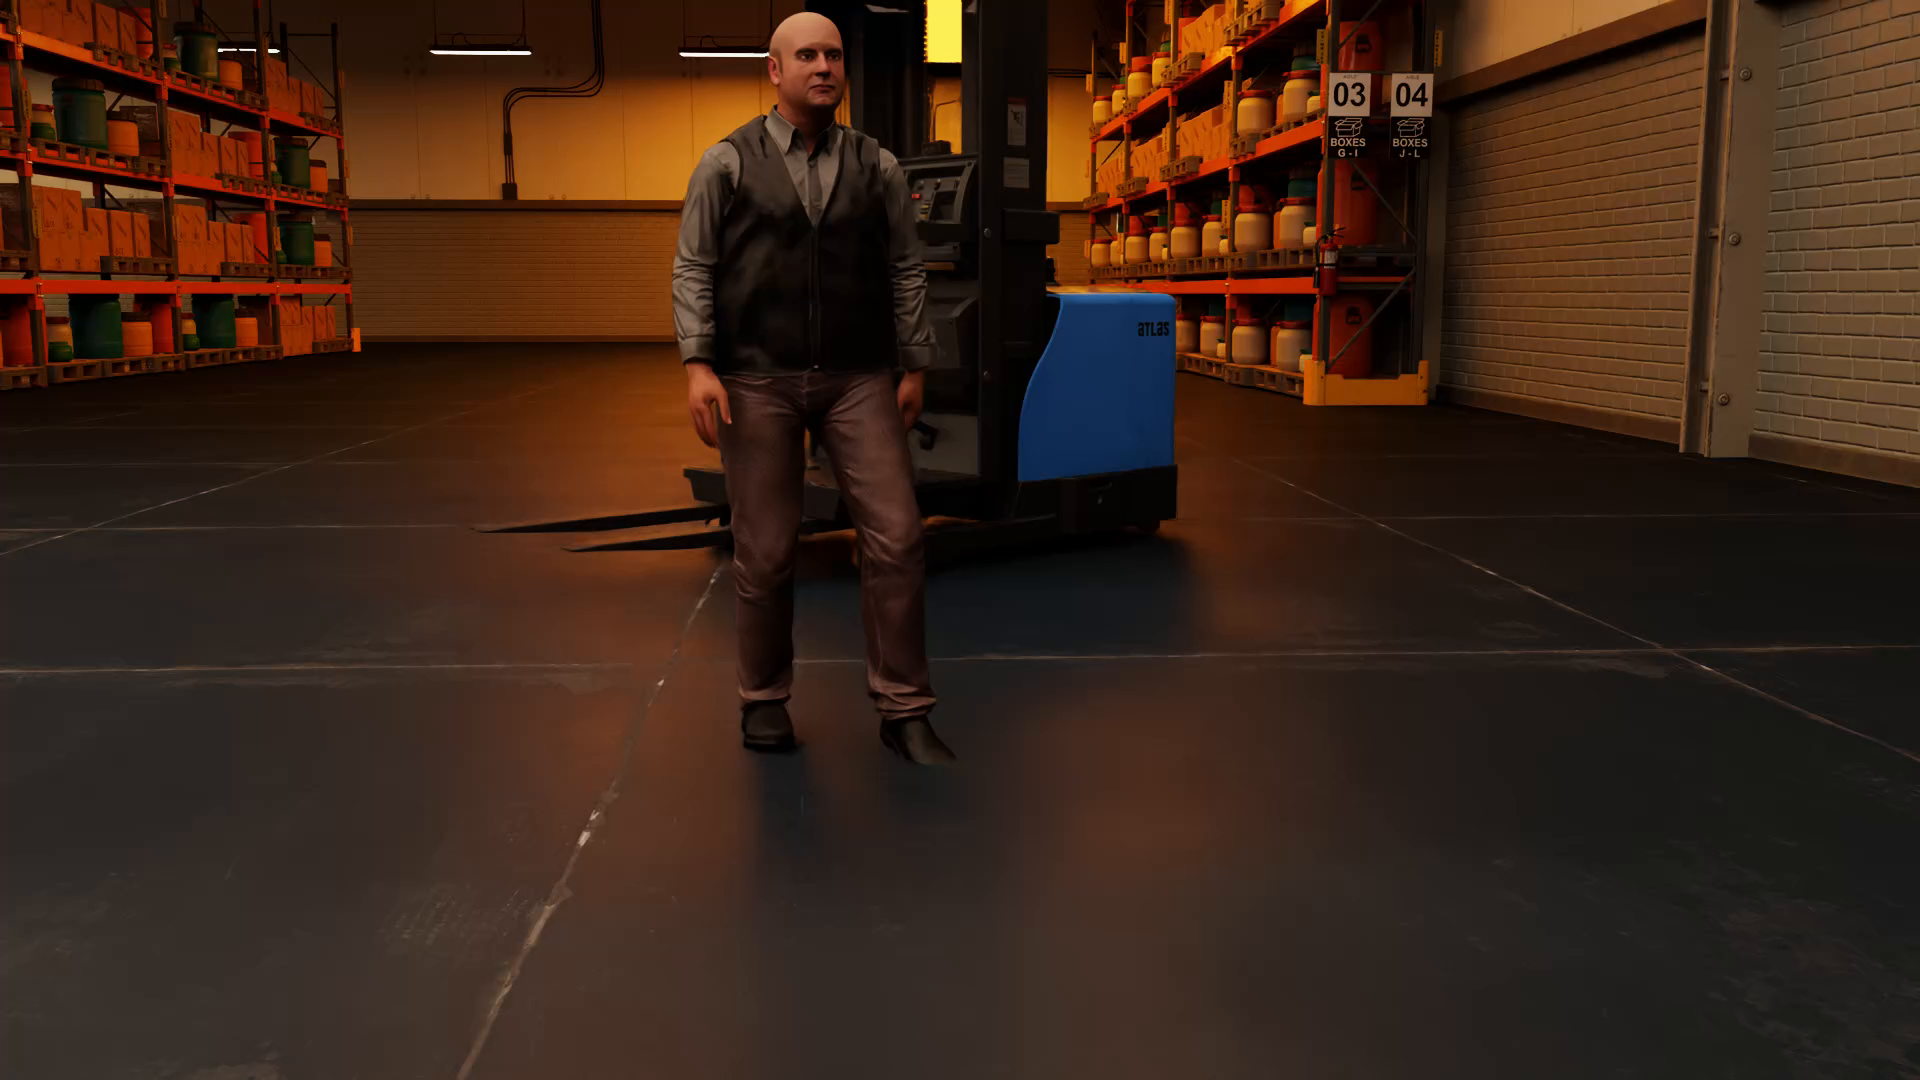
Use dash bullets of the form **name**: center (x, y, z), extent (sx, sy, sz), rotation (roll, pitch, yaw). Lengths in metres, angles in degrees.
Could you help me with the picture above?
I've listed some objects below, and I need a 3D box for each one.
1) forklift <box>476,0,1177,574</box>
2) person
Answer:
- **forklift**: center (-0.436, -1.385, 6.657), extent (3.031, 2.935, 1.130), rotation (-8, 12, -43)
- **person**: center (-0.340, -0.321, 3.862), extent (0.621, 1.763, 0.535), rotation (-2, 9, -15)
